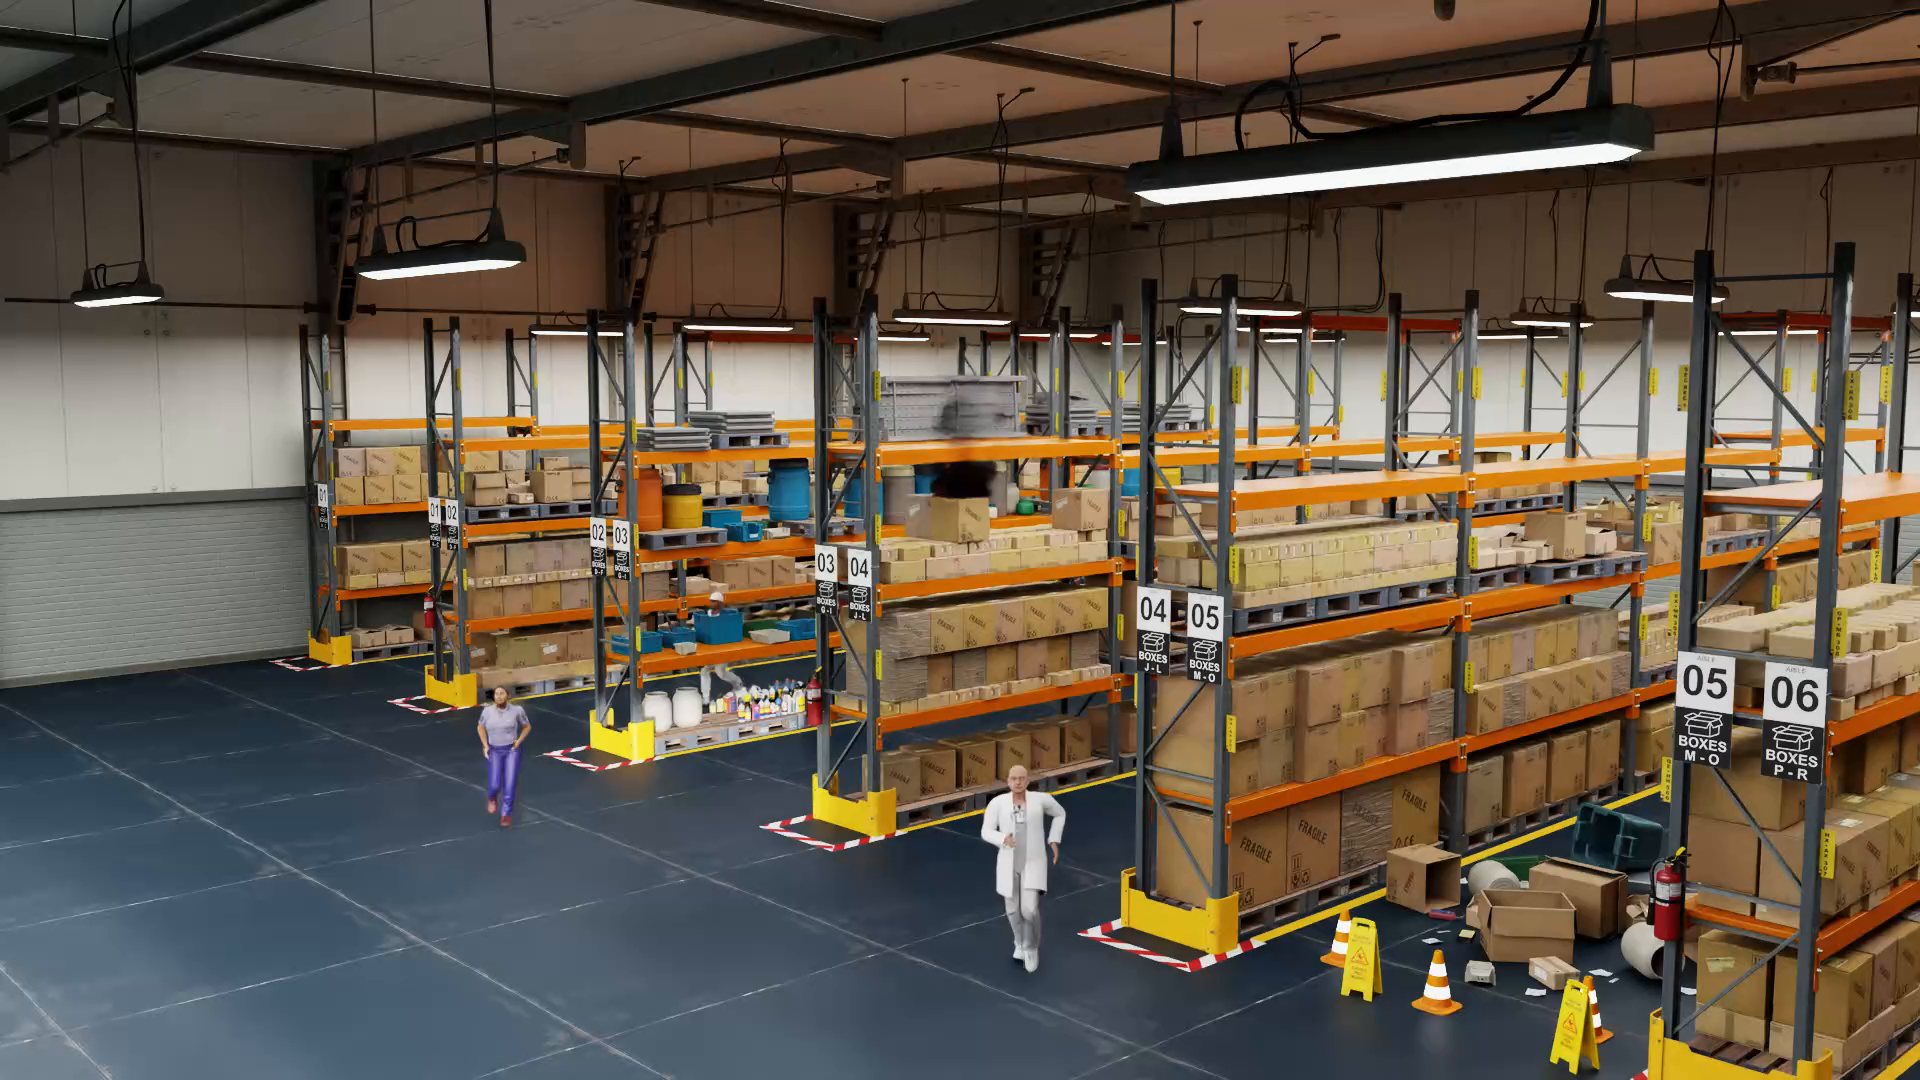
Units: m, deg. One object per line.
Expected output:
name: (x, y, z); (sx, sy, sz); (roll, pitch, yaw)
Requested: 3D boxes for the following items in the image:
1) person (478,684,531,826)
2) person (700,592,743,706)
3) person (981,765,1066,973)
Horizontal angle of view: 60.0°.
person: (-5.216, 2.454, 19.051); (0.597, 1.617, 0.581); (-1, 6, -11)
person: (-3.789, 1.680, 25.856); (0.714, 1.744, 0.932); (4, 7, 35)
person: (0.530, 2.881, 14.394); (0.684, 1.709, 0.746); (1, 6, 13)
